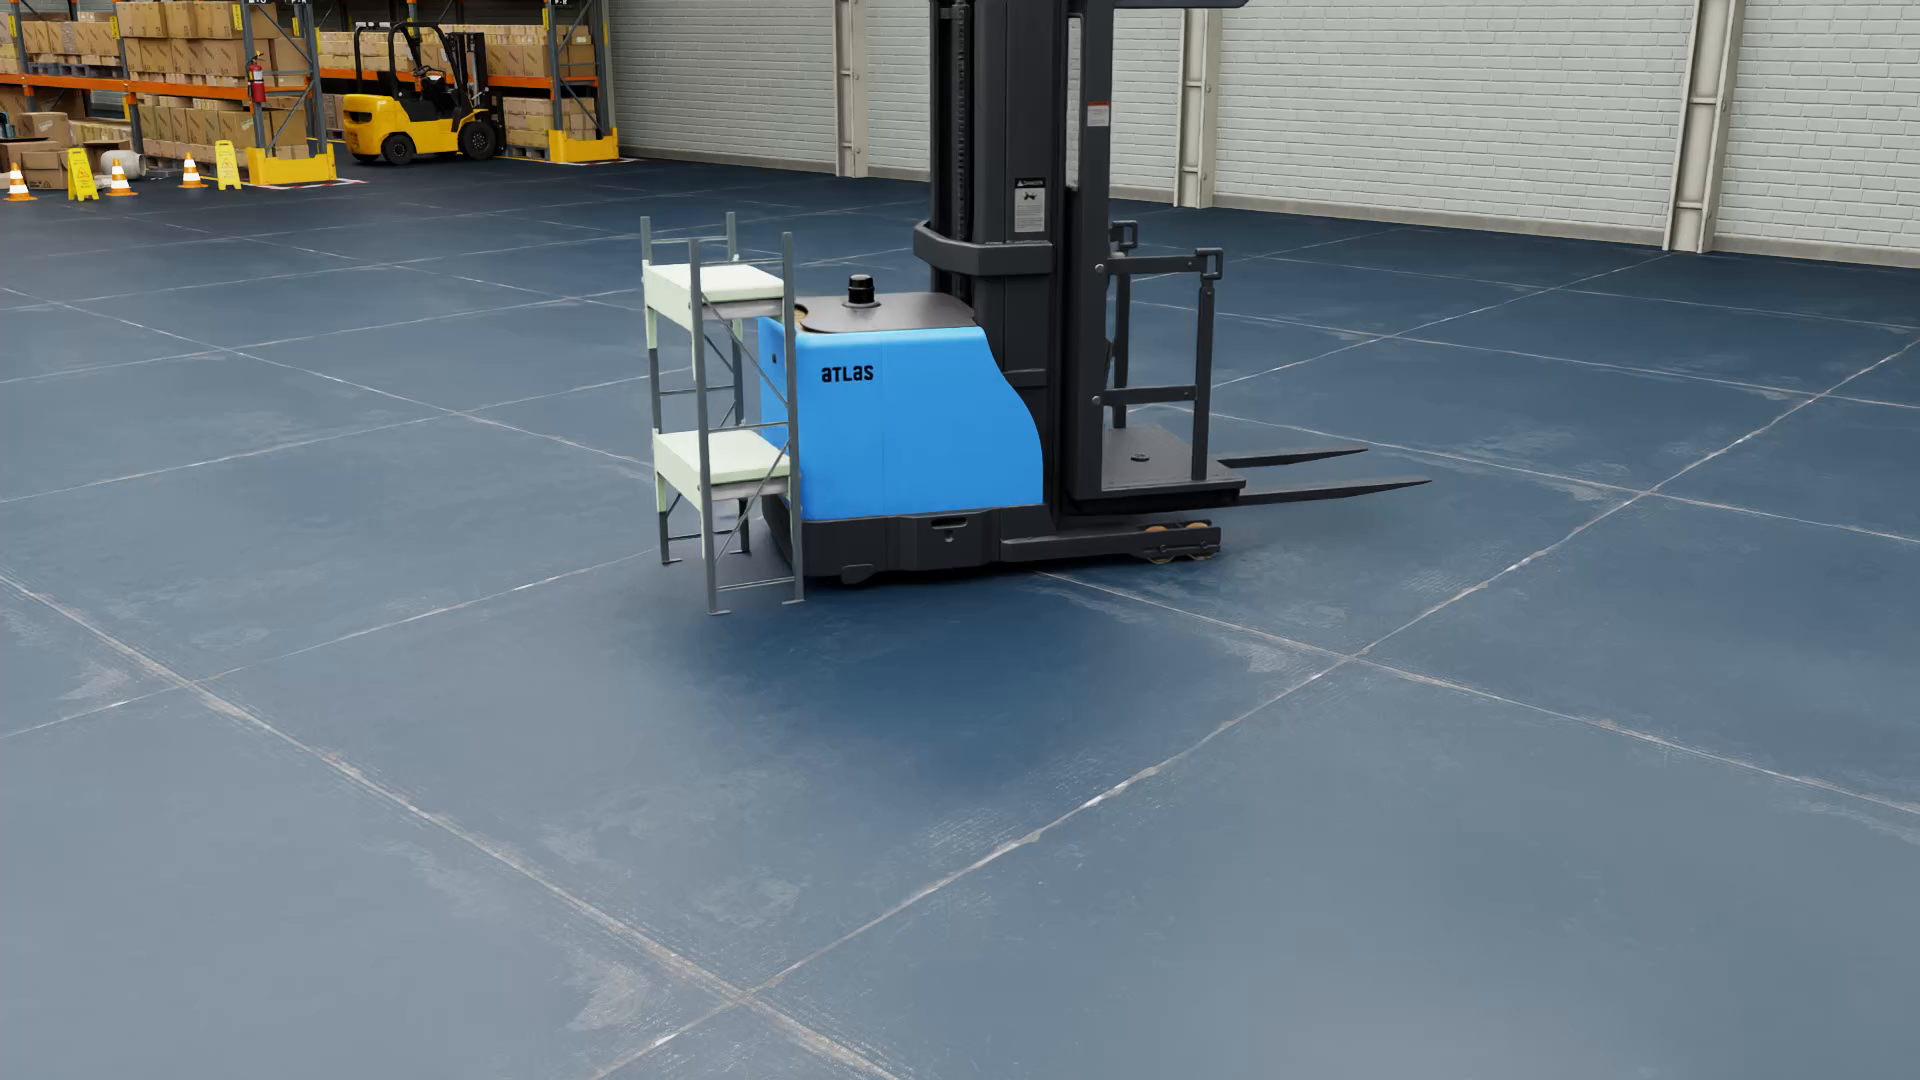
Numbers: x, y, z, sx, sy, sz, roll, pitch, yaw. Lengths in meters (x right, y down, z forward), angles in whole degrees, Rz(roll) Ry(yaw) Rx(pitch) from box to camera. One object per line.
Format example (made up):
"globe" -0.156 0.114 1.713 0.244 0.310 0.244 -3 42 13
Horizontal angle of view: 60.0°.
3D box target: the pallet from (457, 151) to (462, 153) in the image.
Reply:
"pallet" -8.572 -6.954 29.175 1.213 0.211 1.003 15 23 39

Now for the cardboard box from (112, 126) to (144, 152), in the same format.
"cardboard box" -12.825 -6.381 26.409 0.625 0.372 0.950 15 23 40

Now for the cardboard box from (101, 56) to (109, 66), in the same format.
"cardboard box" -13.185 -7.507 26.028 0.250 0.149 0.380 14 22 38

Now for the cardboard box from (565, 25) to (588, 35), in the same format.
"cardboard box" -6.257 -8.264 26.962 0.250 0.149 0.380 14 23 38

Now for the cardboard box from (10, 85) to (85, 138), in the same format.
"cardboard box" -15.884 -7.477 29.030 0.875 0.875 0.875 15 23 39

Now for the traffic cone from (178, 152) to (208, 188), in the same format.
"traffic cone" -10.617 -5.111 22.951 0.334 0.463 0.336 15 23 39

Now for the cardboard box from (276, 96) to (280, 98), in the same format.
"cardboard box" -13.228 -8.789 32.713 0.250 0.149 0.380 16 24 41

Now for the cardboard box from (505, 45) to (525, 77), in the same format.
"cardboard box" -7.072 -7.843 27.199 0.500 0.500 0.500 16 24 41

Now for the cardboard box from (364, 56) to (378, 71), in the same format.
"cardboard box" -10.421 -8.629 30.091 0.500 0.250 0.500 15 23 40

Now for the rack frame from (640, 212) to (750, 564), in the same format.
"rack frame" -1.129 -0.638 7.143 0.400 1.500 0.023 -8 19 -23

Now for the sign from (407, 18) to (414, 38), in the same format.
"sign" -9.492 -8.842 28.730 0.005 0.325 0.100 15 23 39

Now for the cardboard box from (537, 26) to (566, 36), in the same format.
"cardboard box" -6.555 -8.172 26.674 0.250 0.149 0.380 15 23 39

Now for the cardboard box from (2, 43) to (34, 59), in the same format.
"cardboard box" -15.954 -8.338 28.348 0.500 0.250 0.500 15 23 39

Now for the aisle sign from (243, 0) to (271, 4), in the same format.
"aisle sign" -9.586 -7.687 22.575 0.004 0.787 0.394 15 23 39

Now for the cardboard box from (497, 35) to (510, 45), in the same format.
"cardboard box" -7.366 -8.218 27.310 0.250 0.149 0.380 14 22 38

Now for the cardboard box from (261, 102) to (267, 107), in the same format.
"cardboard box" -13.751 -8.608 33.214 0.500 0.500 0.500 14 22 37

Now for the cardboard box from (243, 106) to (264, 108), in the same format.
"cardboard box" -10.641 -6.208 24.826 0.500 0.500 0.500 16 23 40

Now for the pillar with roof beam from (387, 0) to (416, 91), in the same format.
"pillar with roof beam" -13.415 -11.083 27.658 0.400 9.000 9.100 15 23 39

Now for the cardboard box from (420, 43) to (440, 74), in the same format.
"cardboard box" -8.981 -8.352 28.804 0.500 0.500 0.500 14 22 38

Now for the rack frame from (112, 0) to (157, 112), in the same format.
"rack frame" -18.115 -10.862 36.878 0.127 3.000 1.000 15 23 39

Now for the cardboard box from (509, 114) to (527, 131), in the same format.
"cardboard box" -7.087 -6.907 27.442 0.500 0.250 0.500 15 23 39

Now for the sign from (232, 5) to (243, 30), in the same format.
"sign" -9.823 -7.106 22.609 0.005 0.325 0.100 15 23 39

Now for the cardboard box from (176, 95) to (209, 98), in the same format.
"cardboard box" -16.330 -9.337 35.513 0.500 0.500 0.700 14 22 37

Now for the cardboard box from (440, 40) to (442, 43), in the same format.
"cardboard box" -8.667 -8.588 28.476 0.250 0.149 0.380 15 23 39

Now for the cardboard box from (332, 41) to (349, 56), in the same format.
"cardboard box" -11.208 -9.068 30.647 0.500 0.250 0.500 14 23 38

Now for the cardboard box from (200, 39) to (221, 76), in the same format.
"cardboard box" -10.400 -6.863 23.621 0.500 0.500 0.500 15 23 39

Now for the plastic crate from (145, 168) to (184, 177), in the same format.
"plastic crate" -11.801 -5.436 24.609 0.583 0.080 0.402 7 19 21

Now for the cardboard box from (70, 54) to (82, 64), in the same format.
"cardboard box" -14.127 -7.769 26.855 0.250 0.149 0.380 16 24 41

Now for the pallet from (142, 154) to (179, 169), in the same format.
"pallet" -11.905 -5.873 25.767 1.213 0.211 1.003 15 23 39

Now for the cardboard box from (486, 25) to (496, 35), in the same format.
"cardboard box" -7.576 -8.406 27.410 0.250 0.149 0.380 16 23 40

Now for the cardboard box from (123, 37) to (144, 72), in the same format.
"cardboard box" -12.287 -7.367 25.208 0.500 0.500 0.500 15 23 39

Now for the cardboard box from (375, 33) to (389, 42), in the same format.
"cardboard box" -10.180 -8.959 29.645 0.250 0.149 0.380 14 22 38

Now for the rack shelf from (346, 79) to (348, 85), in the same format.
"rack shelf" -13.627 -9.314 33.191 4.000 0.370 1.077 15 23 39

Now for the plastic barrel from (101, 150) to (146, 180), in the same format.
"plastic barrel" -11.989 -5.370 23.832 0.512 0.421 0.421 -3 18 -8

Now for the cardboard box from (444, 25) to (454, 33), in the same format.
"cardboard box" -8.521 -8.664 28.223 0.250 0.149 0.380 16 23 40

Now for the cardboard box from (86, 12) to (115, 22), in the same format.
"cardboard box" -13.450 -8.204 26.081 0.250 0.149 0.380 14 22 38

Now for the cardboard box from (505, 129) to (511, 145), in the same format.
"cardboard box" -7.442 -6.766 27.824 0.500 0.250 0.500 15 23 40

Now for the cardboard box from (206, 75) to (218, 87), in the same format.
"cardboard box" -10.514 -6.559 23.737 0.250 0.149 0.380 16 23 40

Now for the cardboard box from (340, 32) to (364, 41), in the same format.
"cardboard box" -11.116 -9.225 30.483 0.250 0.149 0.380 16 23 40

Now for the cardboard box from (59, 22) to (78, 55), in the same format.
"cardboard box" -14.075 -8.068 26.725 0.500 0.500 0.500 14 22 37

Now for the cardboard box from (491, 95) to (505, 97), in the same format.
"cardboard box" -7.843 -7.341 27.983 0.500 0.250 0.500 14 23 38

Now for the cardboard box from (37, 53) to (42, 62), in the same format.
"cardboard box" -15.114 -8.040 27.709 0.250 0.149 0.380 13 22 36

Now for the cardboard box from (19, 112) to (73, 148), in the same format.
"cardboard box" -13.590 -6.089 24.721 0.500 0.500 0.500 15 23 39

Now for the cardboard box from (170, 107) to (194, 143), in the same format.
"cardboard box" -11.374 -6.187 24.759 0.500 0.500 0.500 17 24 42

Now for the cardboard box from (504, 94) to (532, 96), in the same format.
"cardboard box" -7.503 -7.462 28.362 0.500 0.250 0.500 14 23 38

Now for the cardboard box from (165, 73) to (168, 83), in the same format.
"cardboard box" -11.584 -6.884 24.758 0.250 0.149 0.380 15 23 39

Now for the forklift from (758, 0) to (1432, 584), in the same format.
"forklift" 0.655 -1.440 7.303 3.031 2.935 1.130 -5 18 -14

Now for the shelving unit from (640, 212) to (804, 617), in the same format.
"shelving unit" -0.978 -0.538 6.825 0.431 1.500 0.755 -8 19 -23

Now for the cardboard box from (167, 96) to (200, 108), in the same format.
"cardboard box" -11.527 -6.510 24.706 0.250 0.149 0.380 17 24 42

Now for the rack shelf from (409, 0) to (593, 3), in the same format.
"rack shelf" -7.643 -9.138 27.676 4.000 0.370 1.077 15 23 39

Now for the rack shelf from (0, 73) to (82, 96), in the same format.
"rack shelf" -16.919 -8.190 29.650 4.000 0.370 1.077 15 23 39

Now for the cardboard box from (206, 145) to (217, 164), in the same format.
"cardboard box" -10.605 -5.622 24.220 0.500 0.250 0.500 15 23 39

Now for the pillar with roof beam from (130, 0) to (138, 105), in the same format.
"pillar with roof beam" -22.390 -13.493 35.250 0.400 9.000 9.100 15 23 39

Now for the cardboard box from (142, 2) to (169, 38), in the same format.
"cardboard box" -11.521 -7.643 24.425 0.500 0.500 0.700 14 23 38
